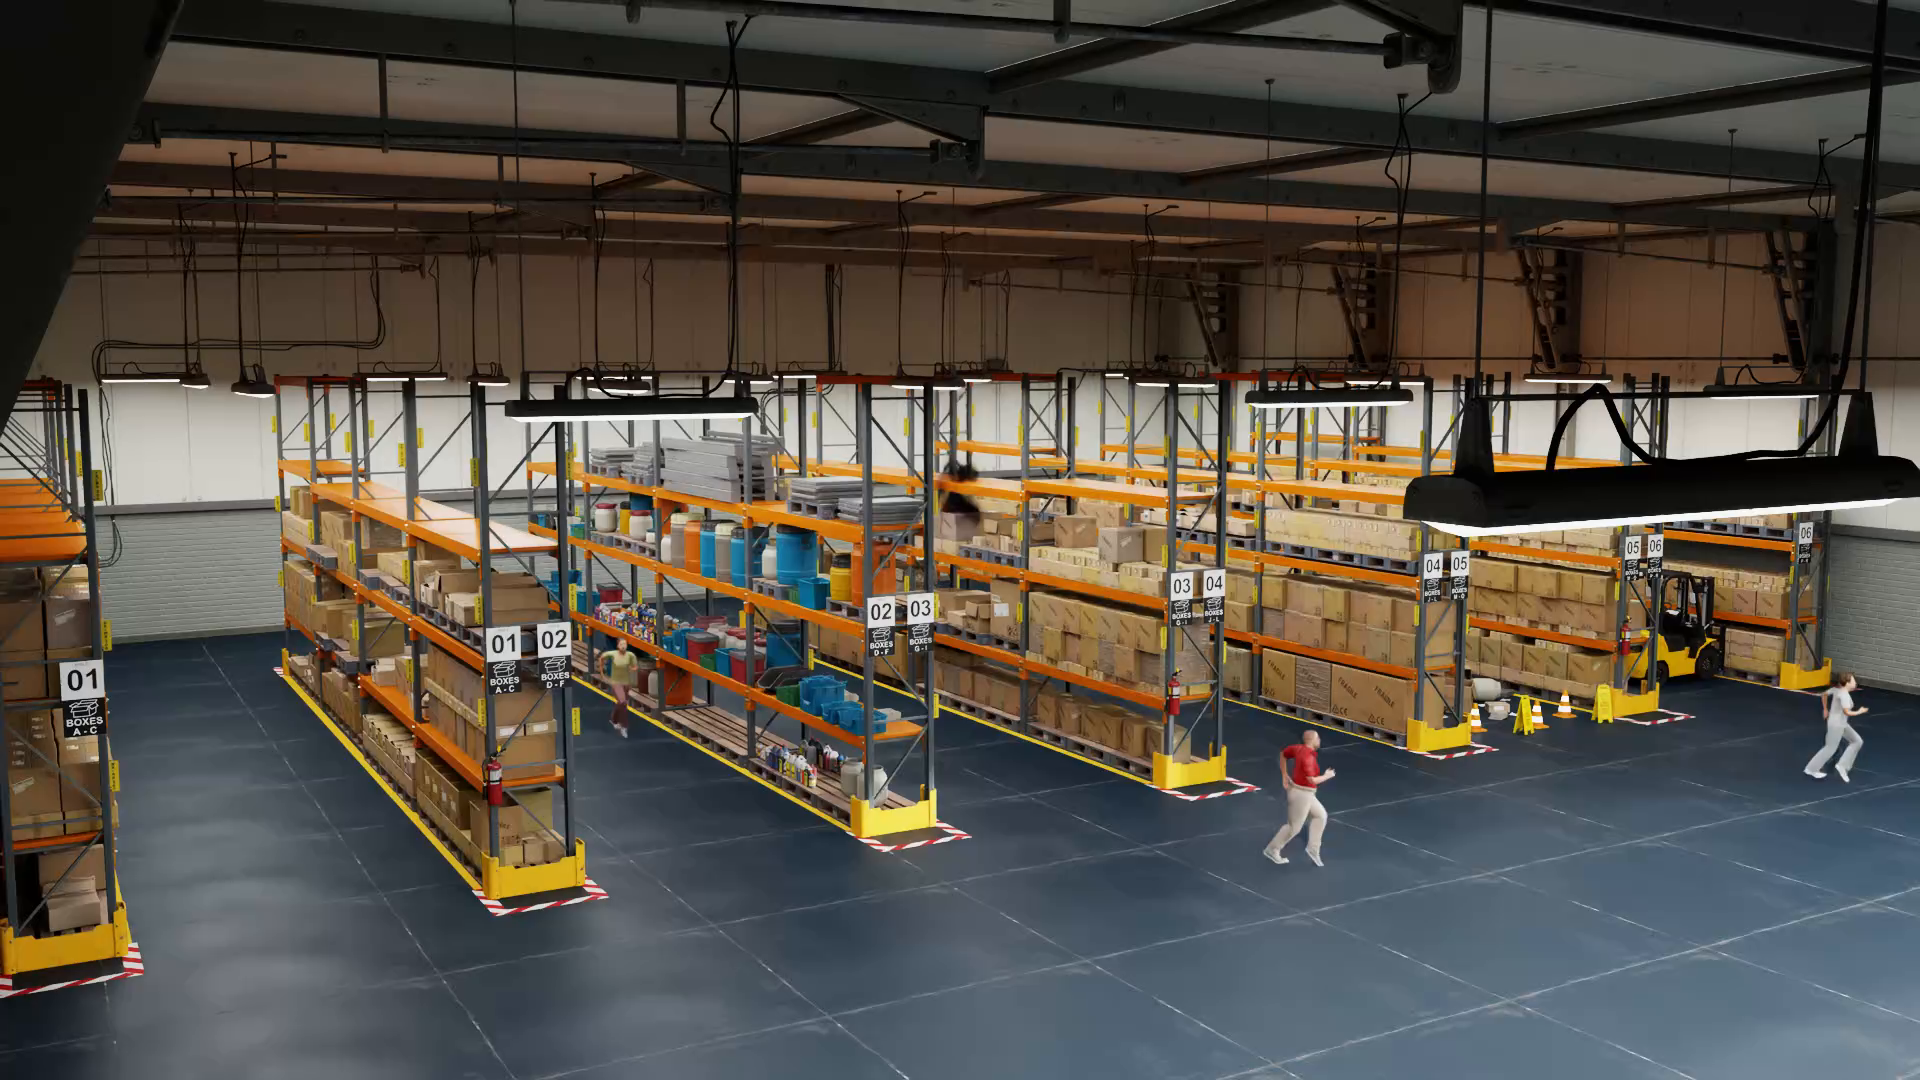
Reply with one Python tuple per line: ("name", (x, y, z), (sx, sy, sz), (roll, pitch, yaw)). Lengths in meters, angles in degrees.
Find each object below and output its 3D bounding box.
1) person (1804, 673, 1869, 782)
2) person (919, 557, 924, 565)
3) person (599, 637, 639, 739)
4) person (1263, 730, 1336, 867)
("person", (13.090, 2.788, 24.826), (0.801, 1.660, 0.589), (2, 7, 21))
("person", (-0.874, 1.241, 38.477), (0.723, 1.796, 0.863), (-3, 7, -26))
("person", (-5.728, 2.450, 27.984), (0.599, 1.692, 0.817), (-3, 7, -29))
("person", (4.219, 3.233, 20.684), (0.874, 1.776, 0.686), (0, 6, 1))
